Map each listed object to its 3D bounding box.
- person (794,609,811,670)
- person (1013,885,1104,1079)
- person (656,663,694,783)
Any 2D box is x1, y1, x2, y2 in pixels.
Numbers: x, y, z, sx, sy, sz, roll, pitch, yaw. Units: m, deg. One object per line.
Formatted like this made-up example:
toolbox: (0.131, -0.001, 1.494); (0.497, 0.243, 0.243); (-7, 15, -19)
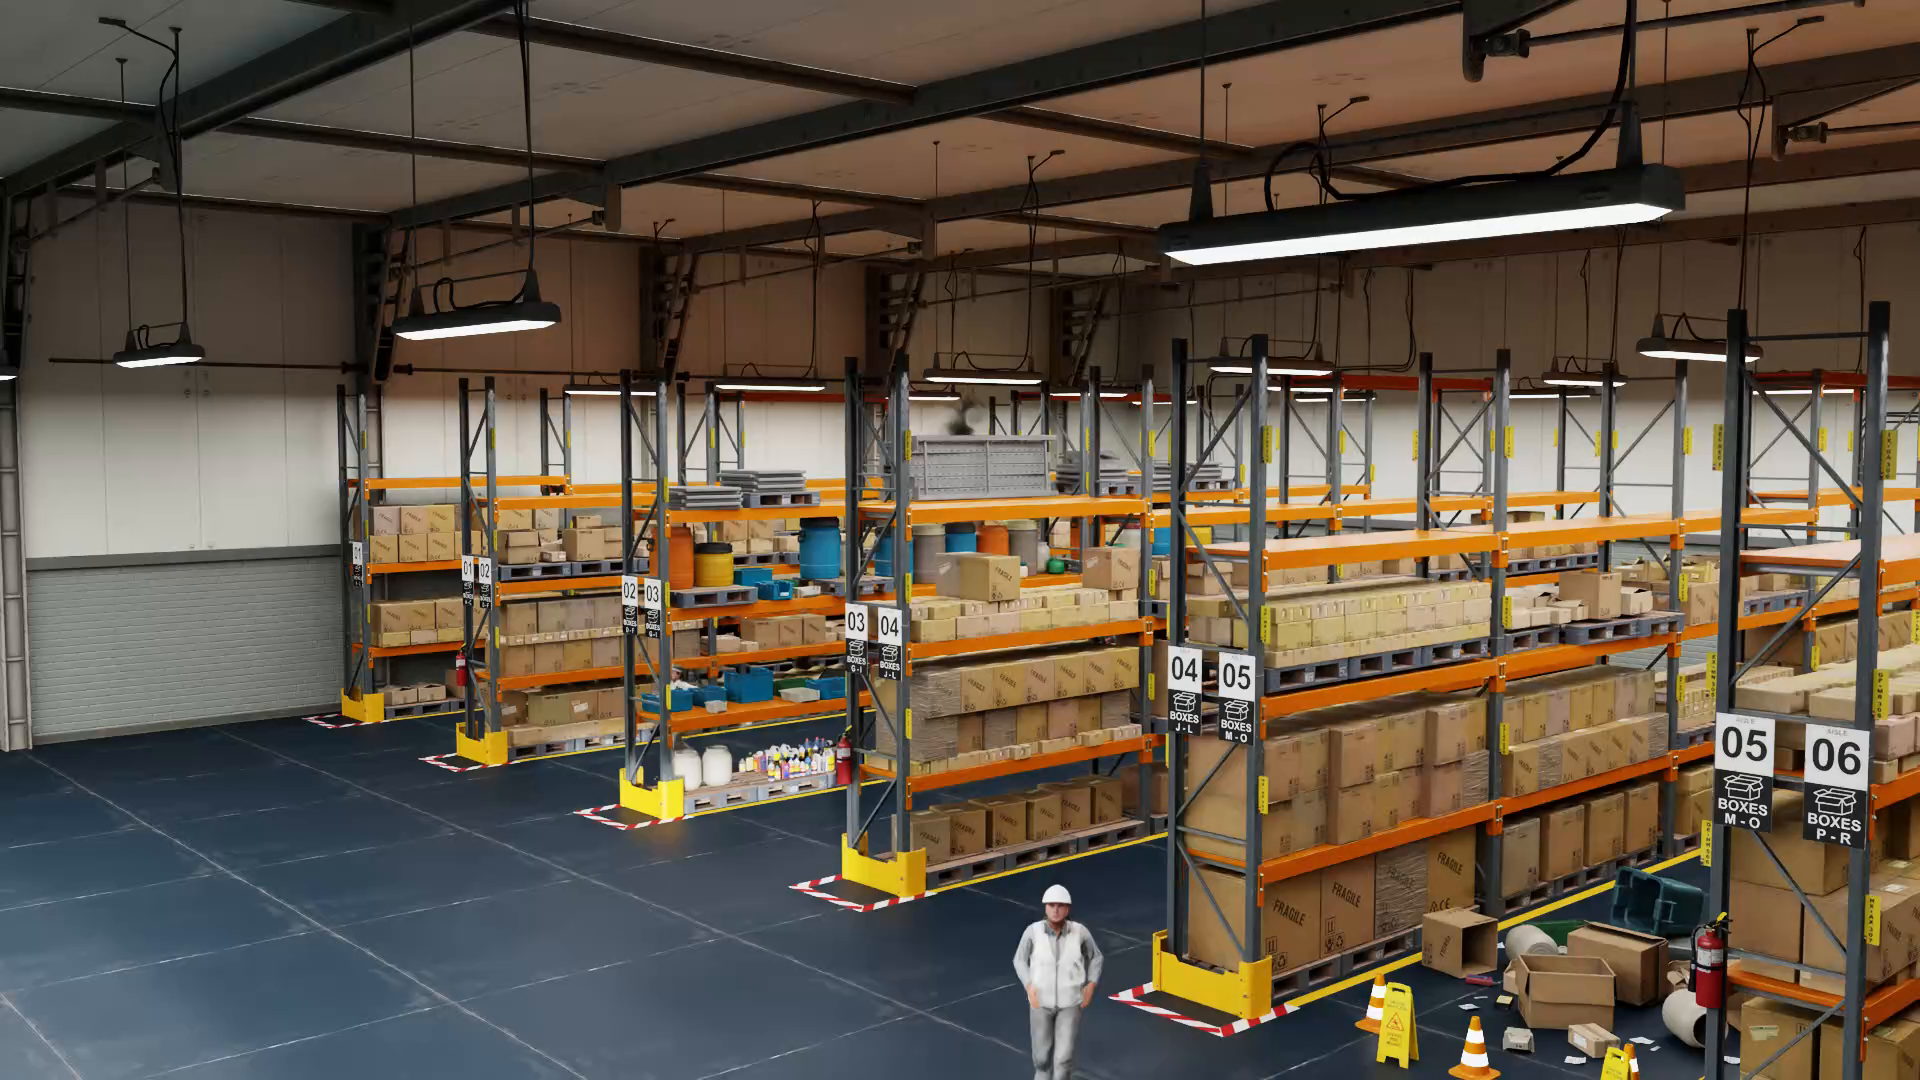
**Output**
person: (-3.063, 2.150, 32.714); (0.836, 1.869, 0.735); (-4, 5, -44)
person: (0.745, 3.472, 12.599); (0.684, 1.761, 0.685); (0, 4, 4)
person: (-4.203, 2.683, 24.690); (0.812, 1.733, 0.602); (-3, 5, -43)
